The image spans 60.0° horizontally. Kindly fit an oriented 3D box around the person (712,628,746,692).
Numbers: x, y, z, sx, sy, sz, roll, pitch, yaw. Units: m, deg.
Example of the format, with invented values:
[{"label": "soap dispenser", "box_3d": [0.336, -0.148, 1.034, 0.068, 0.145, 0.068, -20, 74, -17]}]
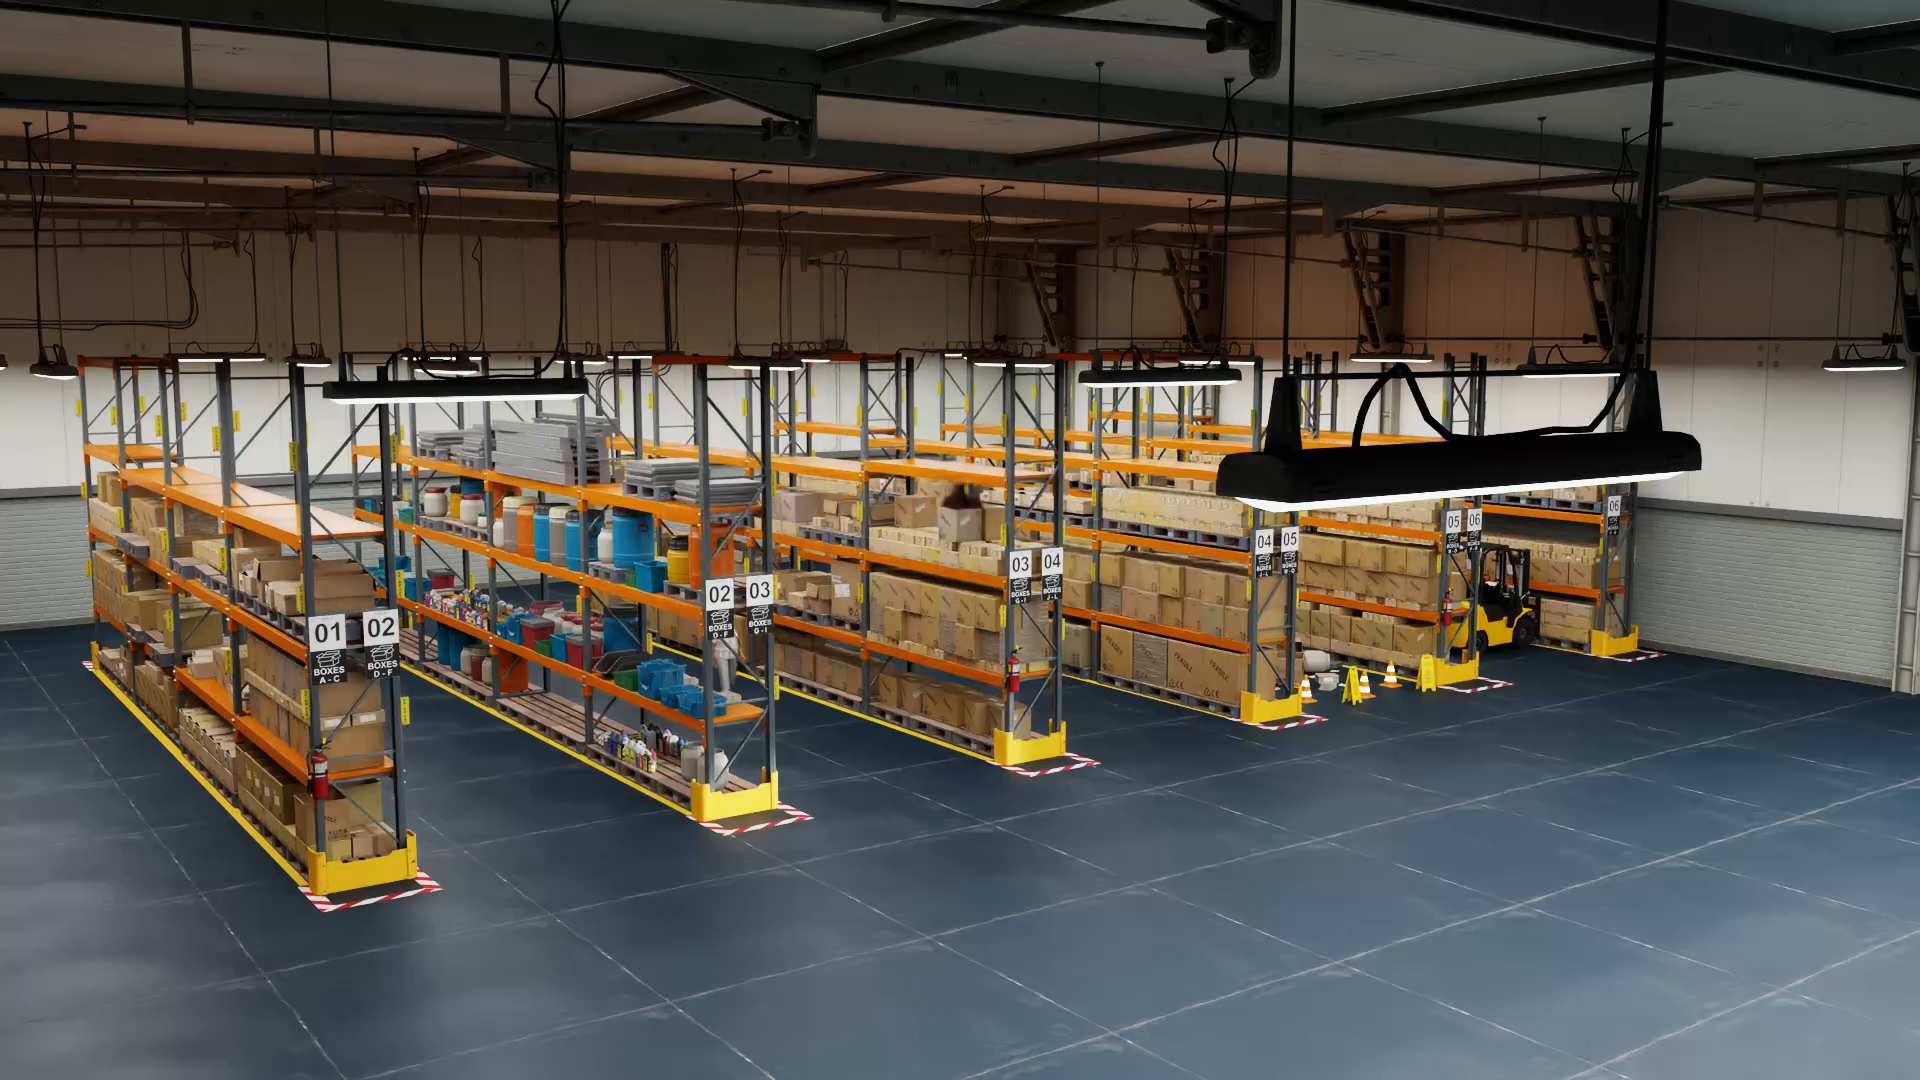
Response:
[{"label": "person", "box_3d": [-4.049, 2.033, 28.848, 0.553, 1.612, 0.982, -4, 8, -27]}]
